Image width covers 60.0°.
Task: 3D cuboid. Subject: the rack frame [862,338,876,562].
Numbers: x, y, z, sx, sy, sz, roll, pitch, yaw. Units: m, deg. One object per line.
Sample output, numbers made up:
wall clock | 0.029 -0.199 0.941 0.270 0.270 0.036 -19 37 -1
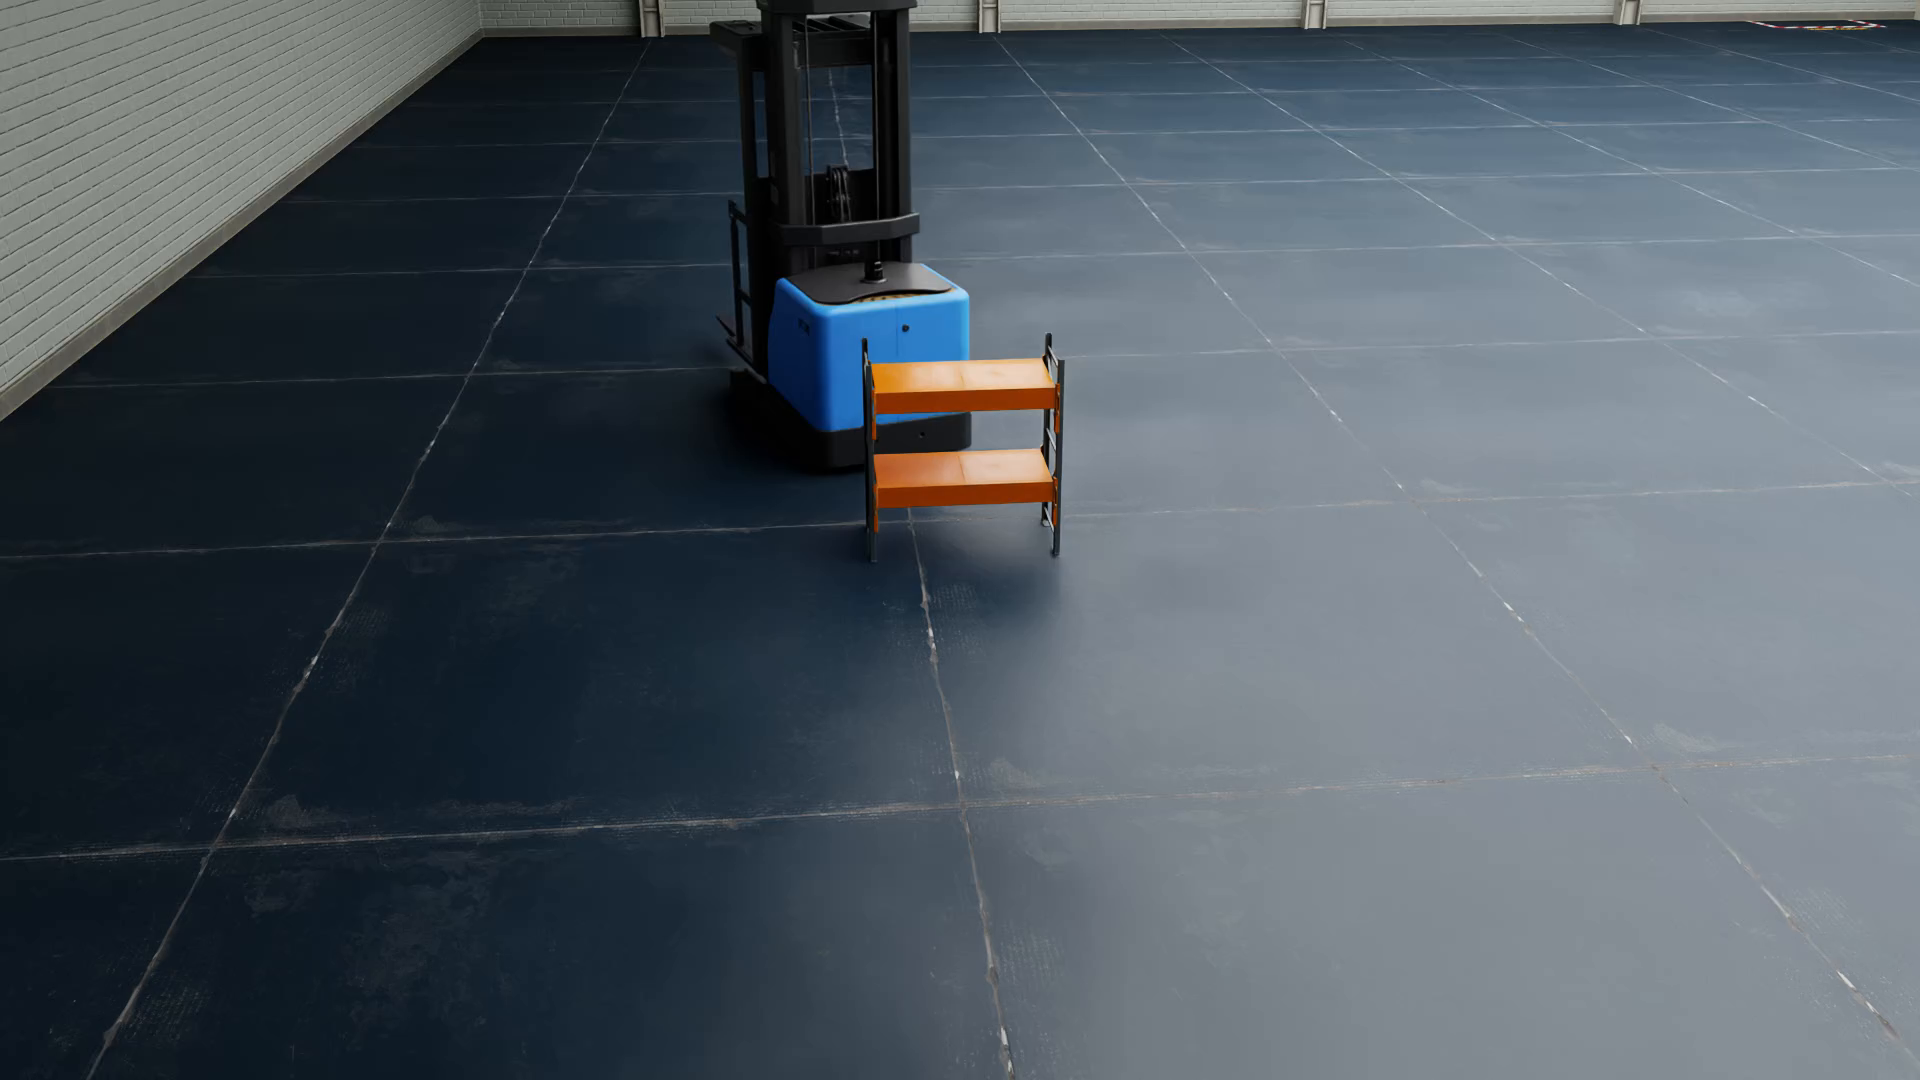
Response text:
rack frame | -0.499 -0.494 9.113 0.032 1.125 0.500 -2 24 -5

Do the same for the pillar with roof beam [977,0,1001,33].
pillar with roof beam | 0.946 -11.565 24.326 0.400 9.000 9.100 -2 24 -5

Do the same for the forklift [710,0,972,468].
forklift | -0.965 -2.348 11.060 1.130 2.935 3.031 -10 26 -21

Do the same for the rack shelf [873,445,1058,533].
rack shelf | 0.007 -0.291 9.258 1.000 0.278 0.538 -2 24 -5

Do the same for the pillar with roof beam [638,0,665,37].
pillar with roof beam | -5.025 -11.325 23.788 0.400 9.000 9.100 -2 24 -5

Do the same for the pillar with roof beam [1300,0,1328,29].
pillar with roof beam | 6.917 -11.804 24.865 0.400 9.000 9.100 -2 24 -5

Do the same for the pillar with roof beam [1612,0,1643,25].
pillar with roof beam | 12.888 -12.044 25.404 0.400 9.000 9.100 -2 24 -5

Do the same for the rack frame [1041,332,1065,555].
rack frame | 0.513 -0.535 9.204 0.032 1.125 0.500 -2 24 -5

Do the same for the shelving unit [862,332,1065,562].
shelving unit | 0.007 -0.514 9.159 1.048 1.125 0.538 -2 24 -5

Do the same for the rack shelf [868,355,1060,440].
rack shelf | 0.007 -0.782 9.040 1.000 0.278 0.538 -2 24 -5

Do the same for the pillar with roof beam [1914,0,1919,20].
pillar with roof beam | 18.859 -12.284 25.943 0.400 9.000 9.100 -2 24 -5
